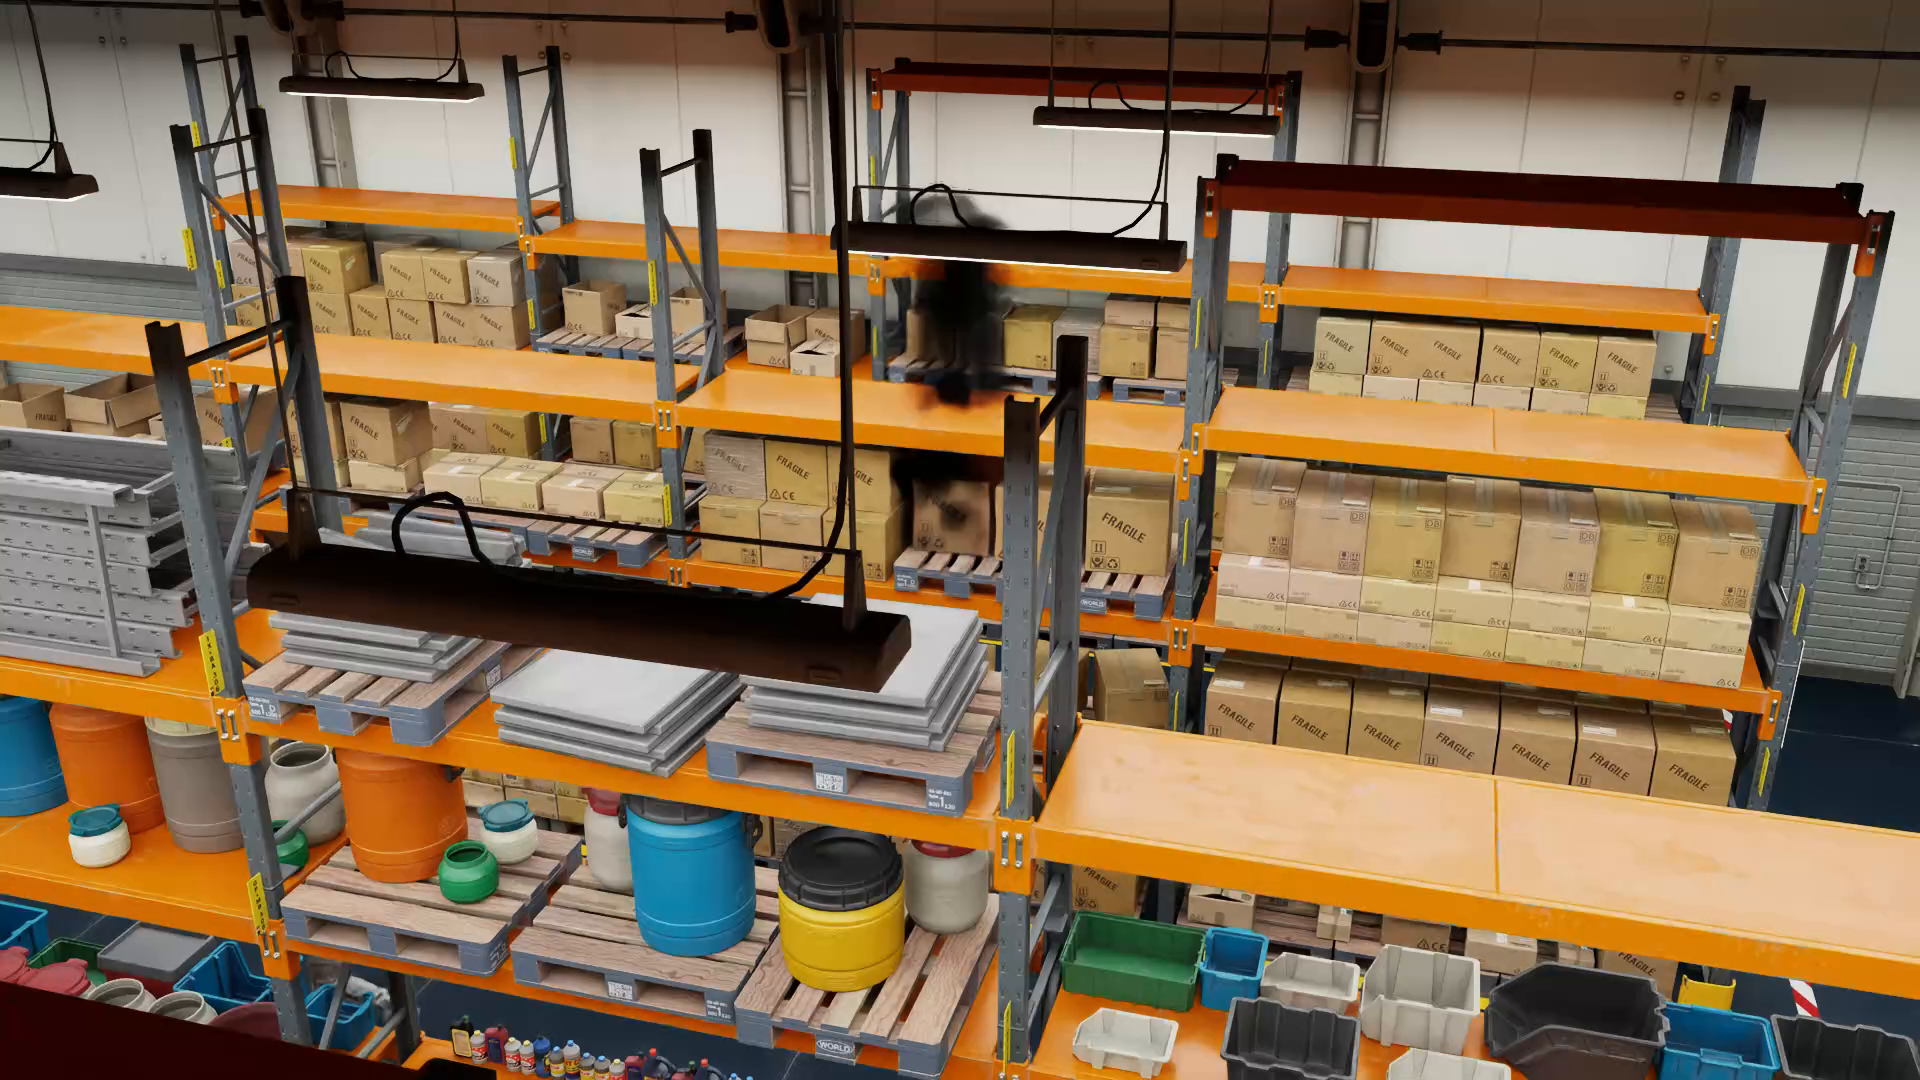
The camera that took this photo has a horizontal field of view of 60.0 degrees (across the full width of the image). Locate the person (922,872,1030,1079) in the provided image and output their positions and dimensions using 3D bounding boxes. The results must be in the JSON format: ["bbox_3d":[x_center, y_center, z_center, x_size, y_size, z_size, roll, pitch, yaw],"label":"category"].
[{"bbox_3d":[0.105,2.966,11.438,0.776,1.717,0.567,2,23,4],"label":"person"}]

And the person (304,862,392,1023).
[{"bbox_3d":[-4.436,2.792,11.831,1.006,1.769,0.680,8,24,18],"label":"person"}]
